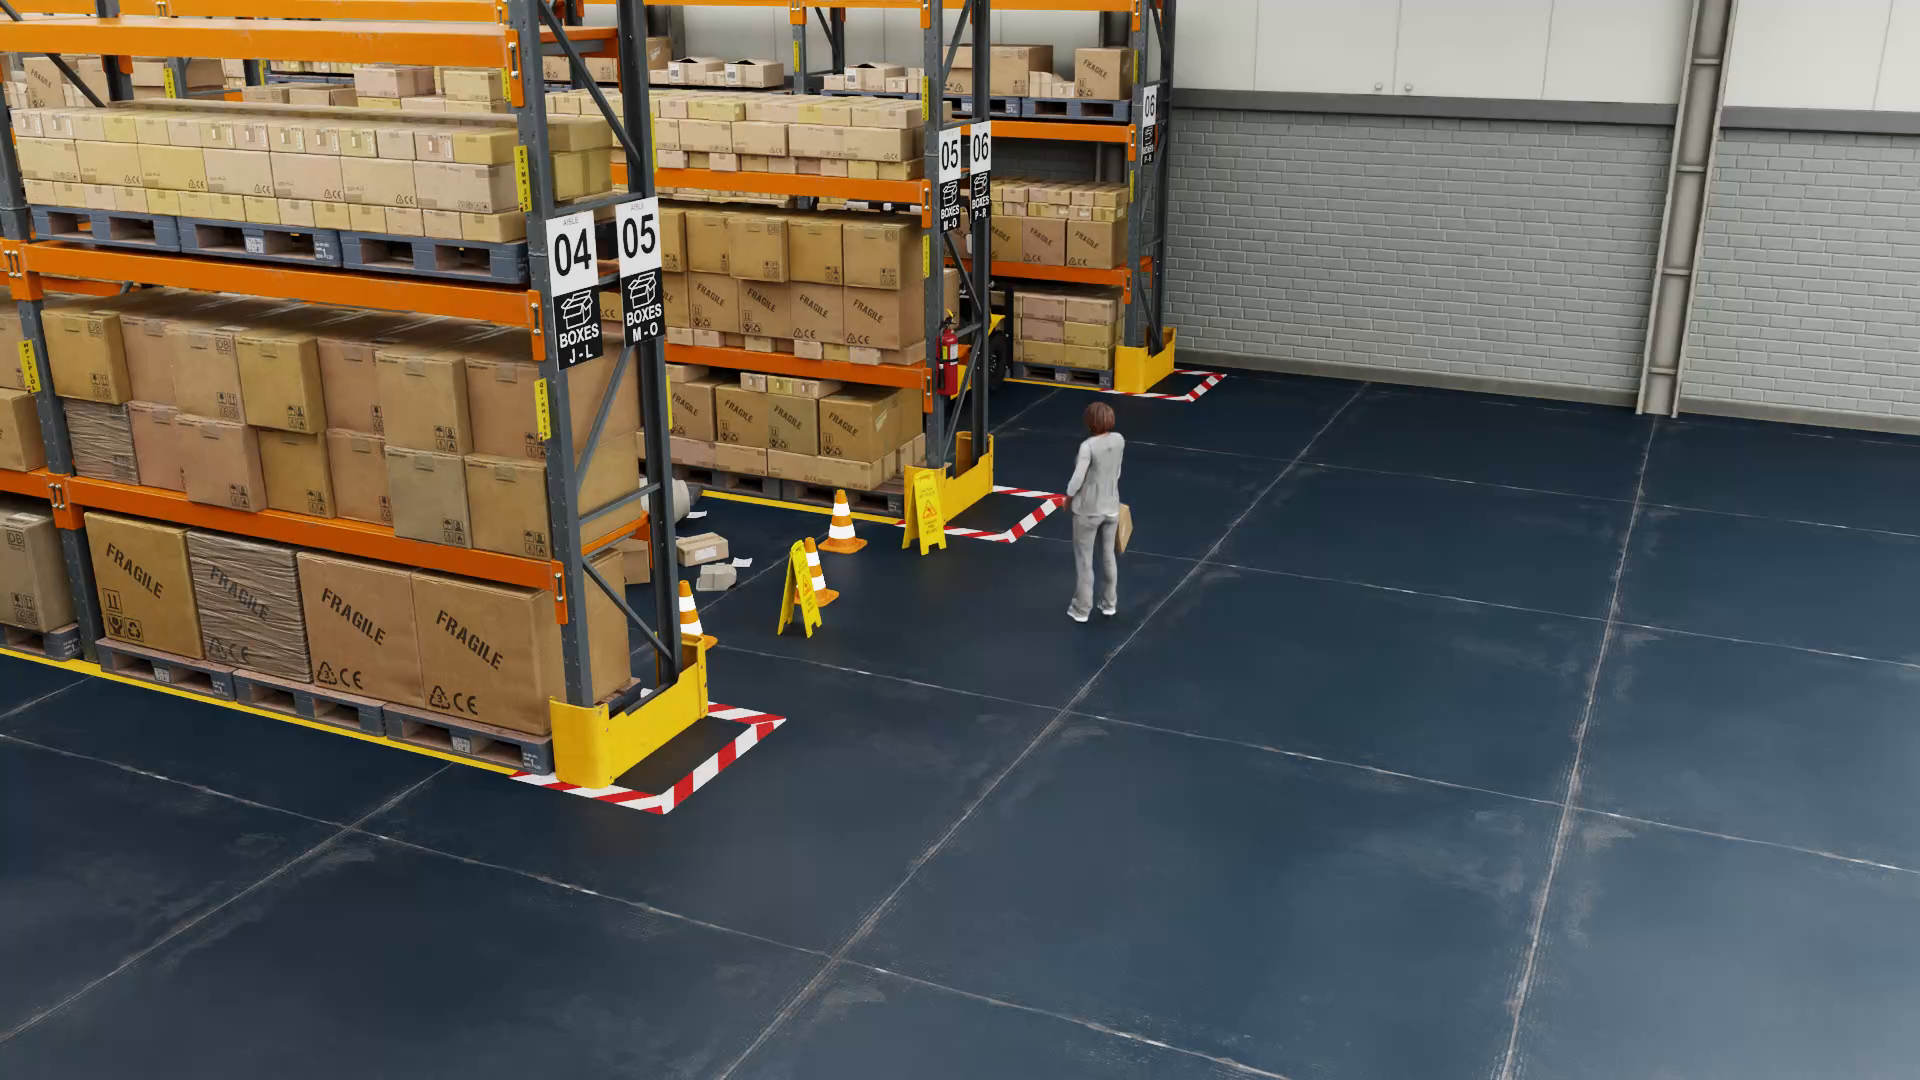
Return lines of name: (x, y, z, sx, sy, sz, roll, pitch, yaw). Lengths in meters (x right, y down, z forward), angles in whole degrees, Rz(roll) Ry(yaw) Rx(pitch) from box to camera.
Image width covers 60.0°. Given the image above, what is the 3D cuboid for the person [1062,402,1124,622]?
person: (0.944, -0.208, 11.625, 0.478, 1.607, 0.403, -14, 24, -35)
